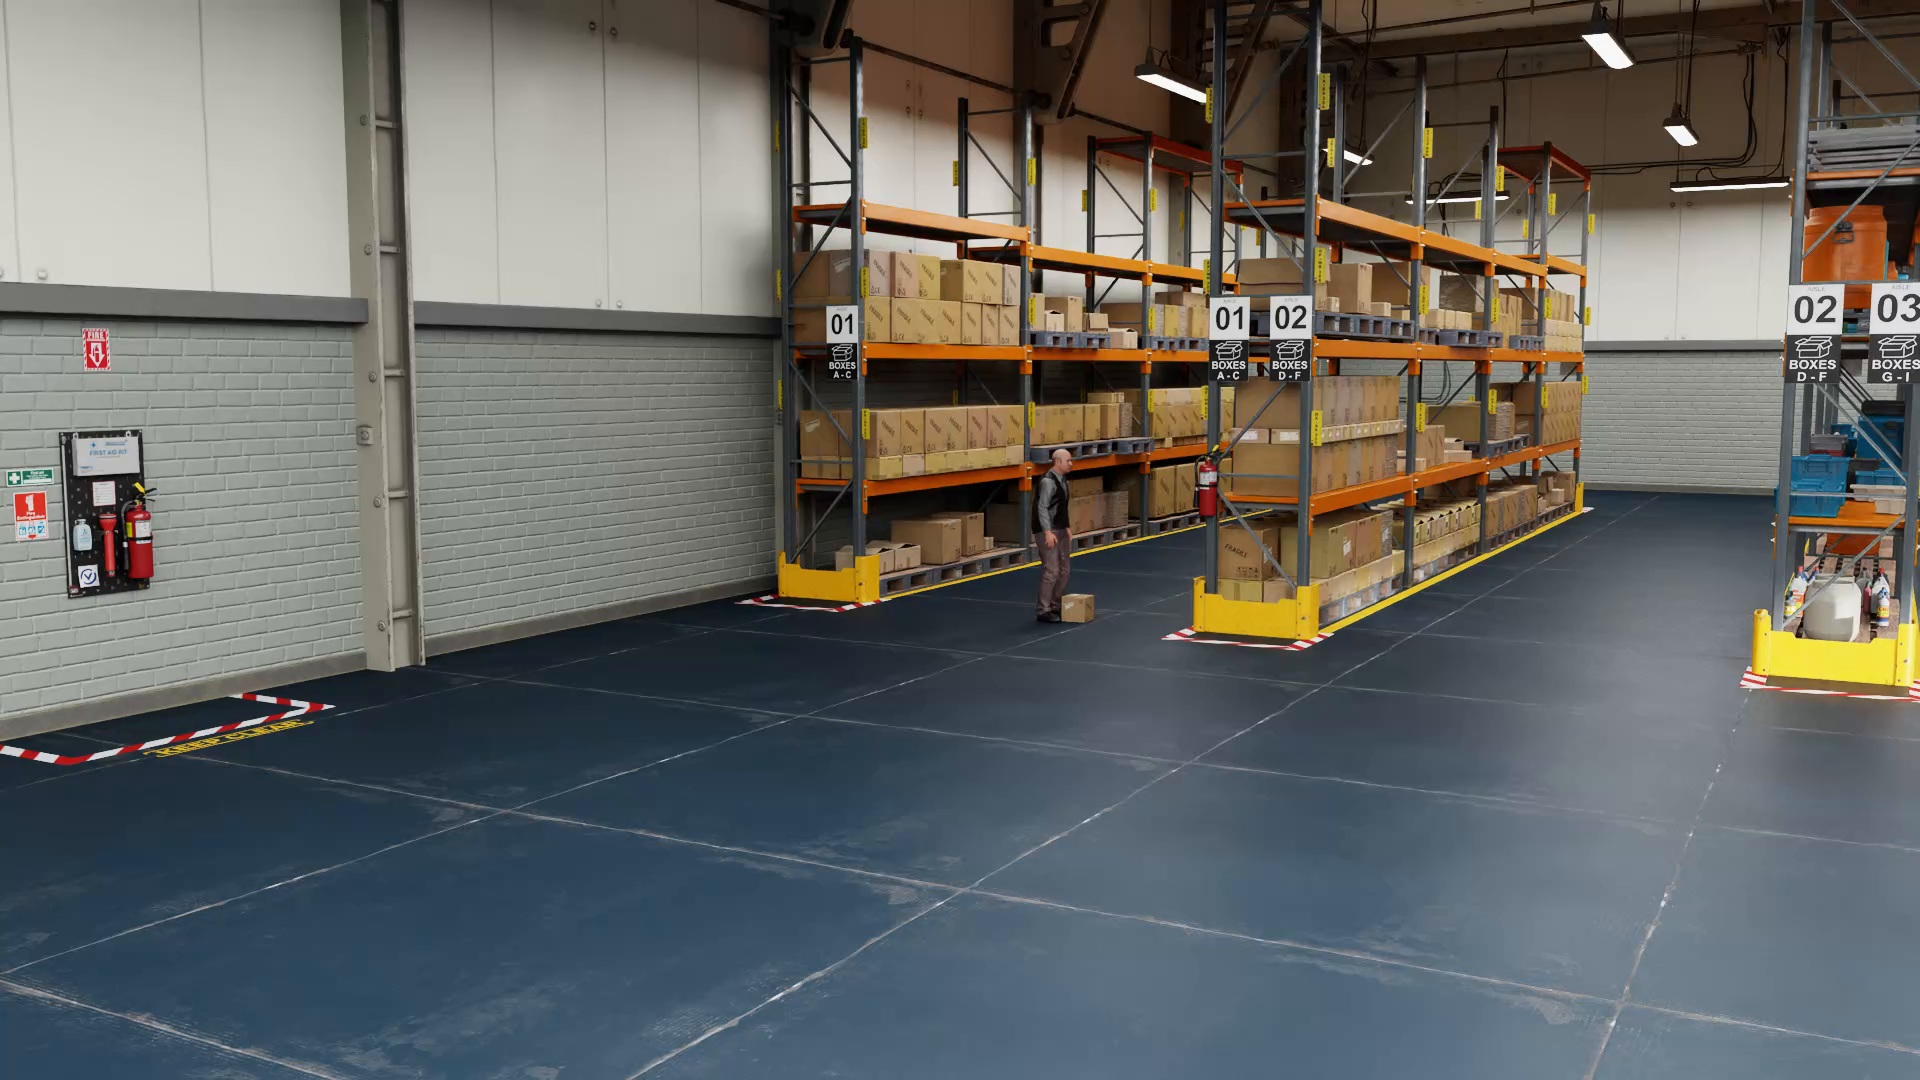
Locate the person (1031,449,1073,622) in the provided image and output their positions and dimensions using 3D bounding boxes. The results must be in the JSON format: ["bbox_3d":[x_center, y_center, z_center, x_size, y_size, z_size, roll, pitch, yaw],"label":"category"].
[{"bbox_3d":[0.942,-0.059,16.810,0.415,1.722,0.591,3,7,26],"label":"person"}]
